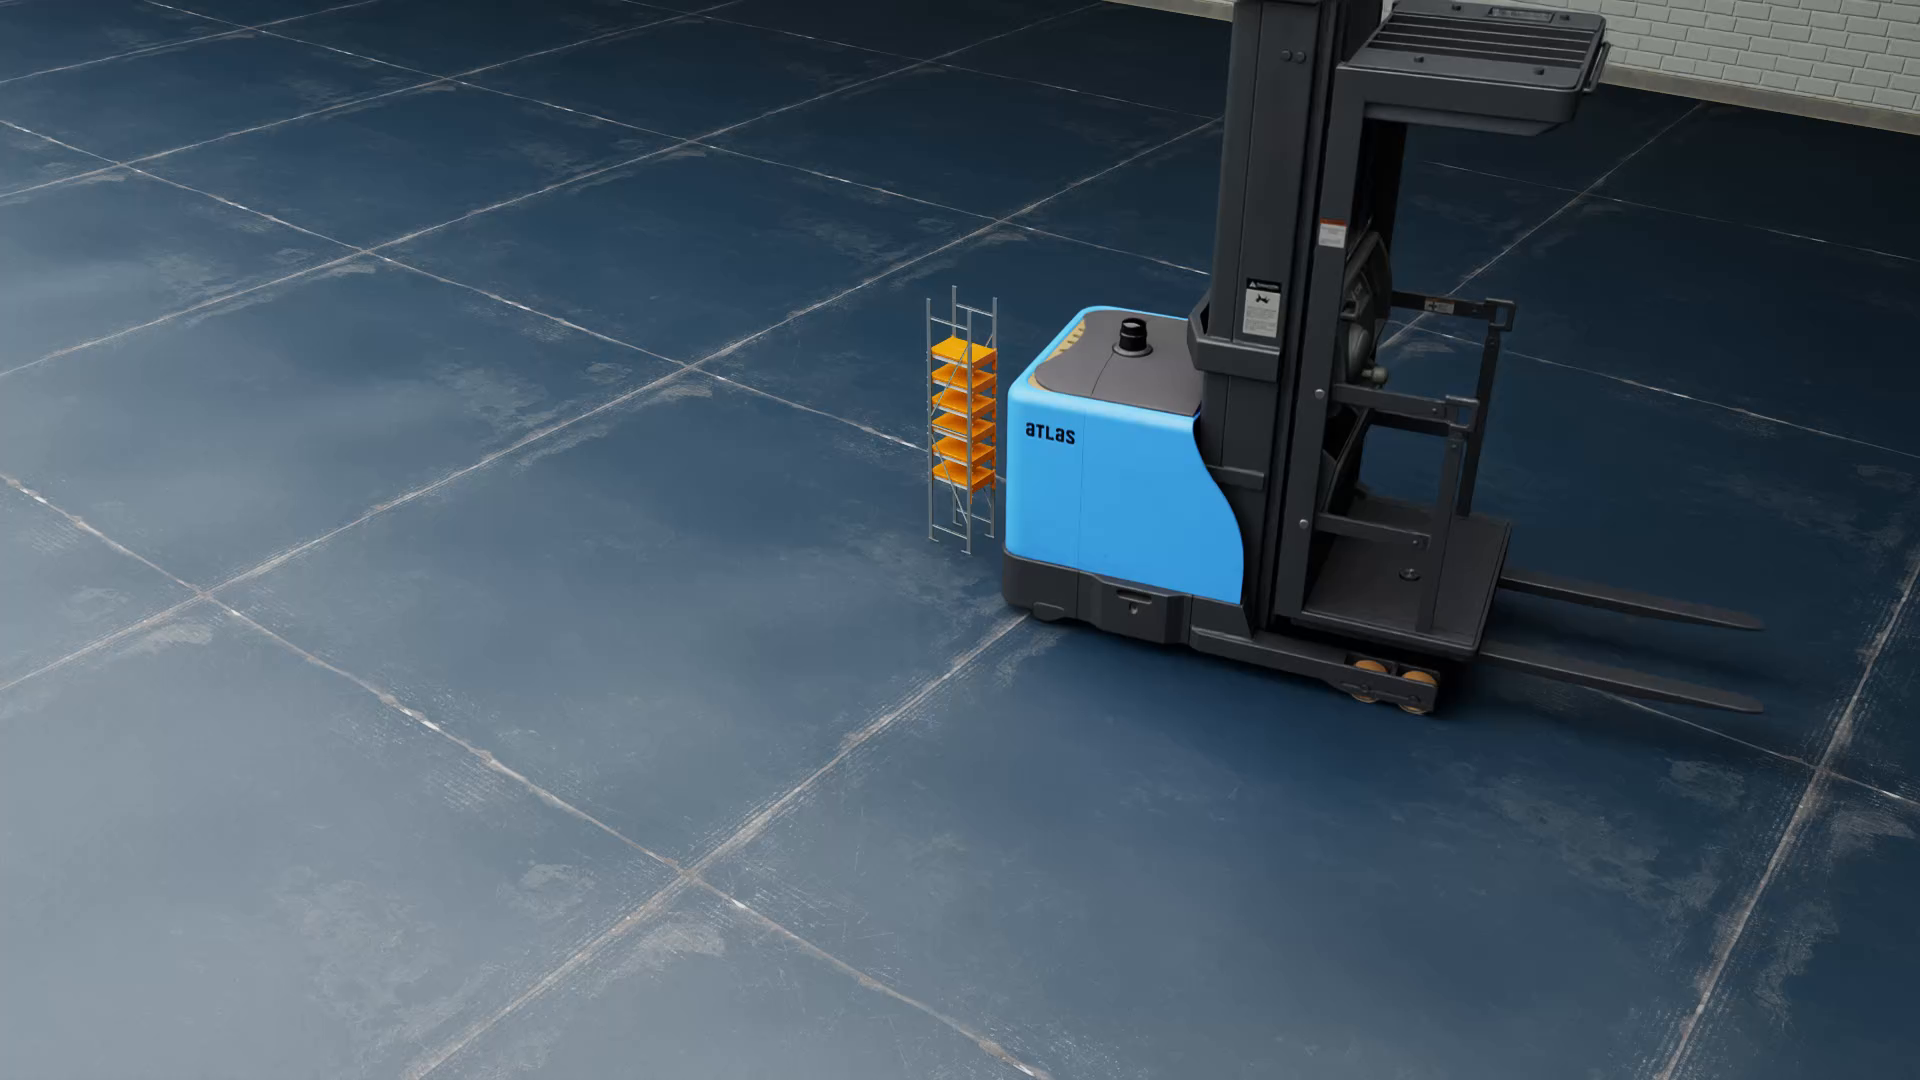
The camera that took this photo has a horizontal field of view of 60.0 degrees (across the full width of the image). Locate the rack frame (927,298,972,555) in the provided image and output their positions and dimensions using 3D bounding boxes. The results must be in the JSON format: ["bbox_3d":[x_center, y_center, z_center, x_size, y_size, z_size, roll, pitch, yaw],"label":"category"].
[{"bbox_3d":[-0.047,-0.485,7.391,0.240,1.200,0.006,21,37,31],"label":"rack frame"}]

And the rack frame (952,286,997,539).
[{"bbox_3d":[0.064,-0.559,7.517,0.240,1.200,0.006,21,37,31],"label":"rack frame"}]

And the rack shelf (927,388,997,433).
[{"bbox_3d":[0.009,-0.587,7.415,0.258,0.103,0.180,21,37,31],"label":"rack shelf"}]

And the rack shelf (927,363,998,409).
[{"bbox_3d":[0.009,-0.690,7.354,0.258,0.103,0.180,21,37,31],"label":"rack shelf"}]

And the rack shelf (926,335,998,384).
[{"bbox_3d":[0.009,-0.794,7.293,0.258,0.103,0.180,21,37,31],"label":"rack shelf"}]

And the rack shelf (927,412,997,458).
[{"bbox_3d":[0.009,-0.484,7.477,0.258,0.103,0.180,21,37,31],"label":"rack shelf"}]

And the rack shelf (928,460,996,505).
[{"bbox_3d":[0.009,-0.277,7.599,0.258,0.103,0.180,21,37,31],"label":"rack shelf"}]

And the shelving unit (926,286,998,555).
[{"bbox_3d":[0.009,-0.522,7.454,0.258,1.200,0.189,21,37,31],"label":"shelving unit"}]

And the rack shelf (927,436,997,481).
[{"bbox_3d":[0.009,-0.381,7.538,0.258,0.103,0.180,21,37,31],"label":"rack shelf"}]

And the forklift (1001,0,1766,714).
[{"bbox_3d":[1.745,-0.882,6.363,3.031,2.935,1.130,12,33,20],"label":"forklift"}]
